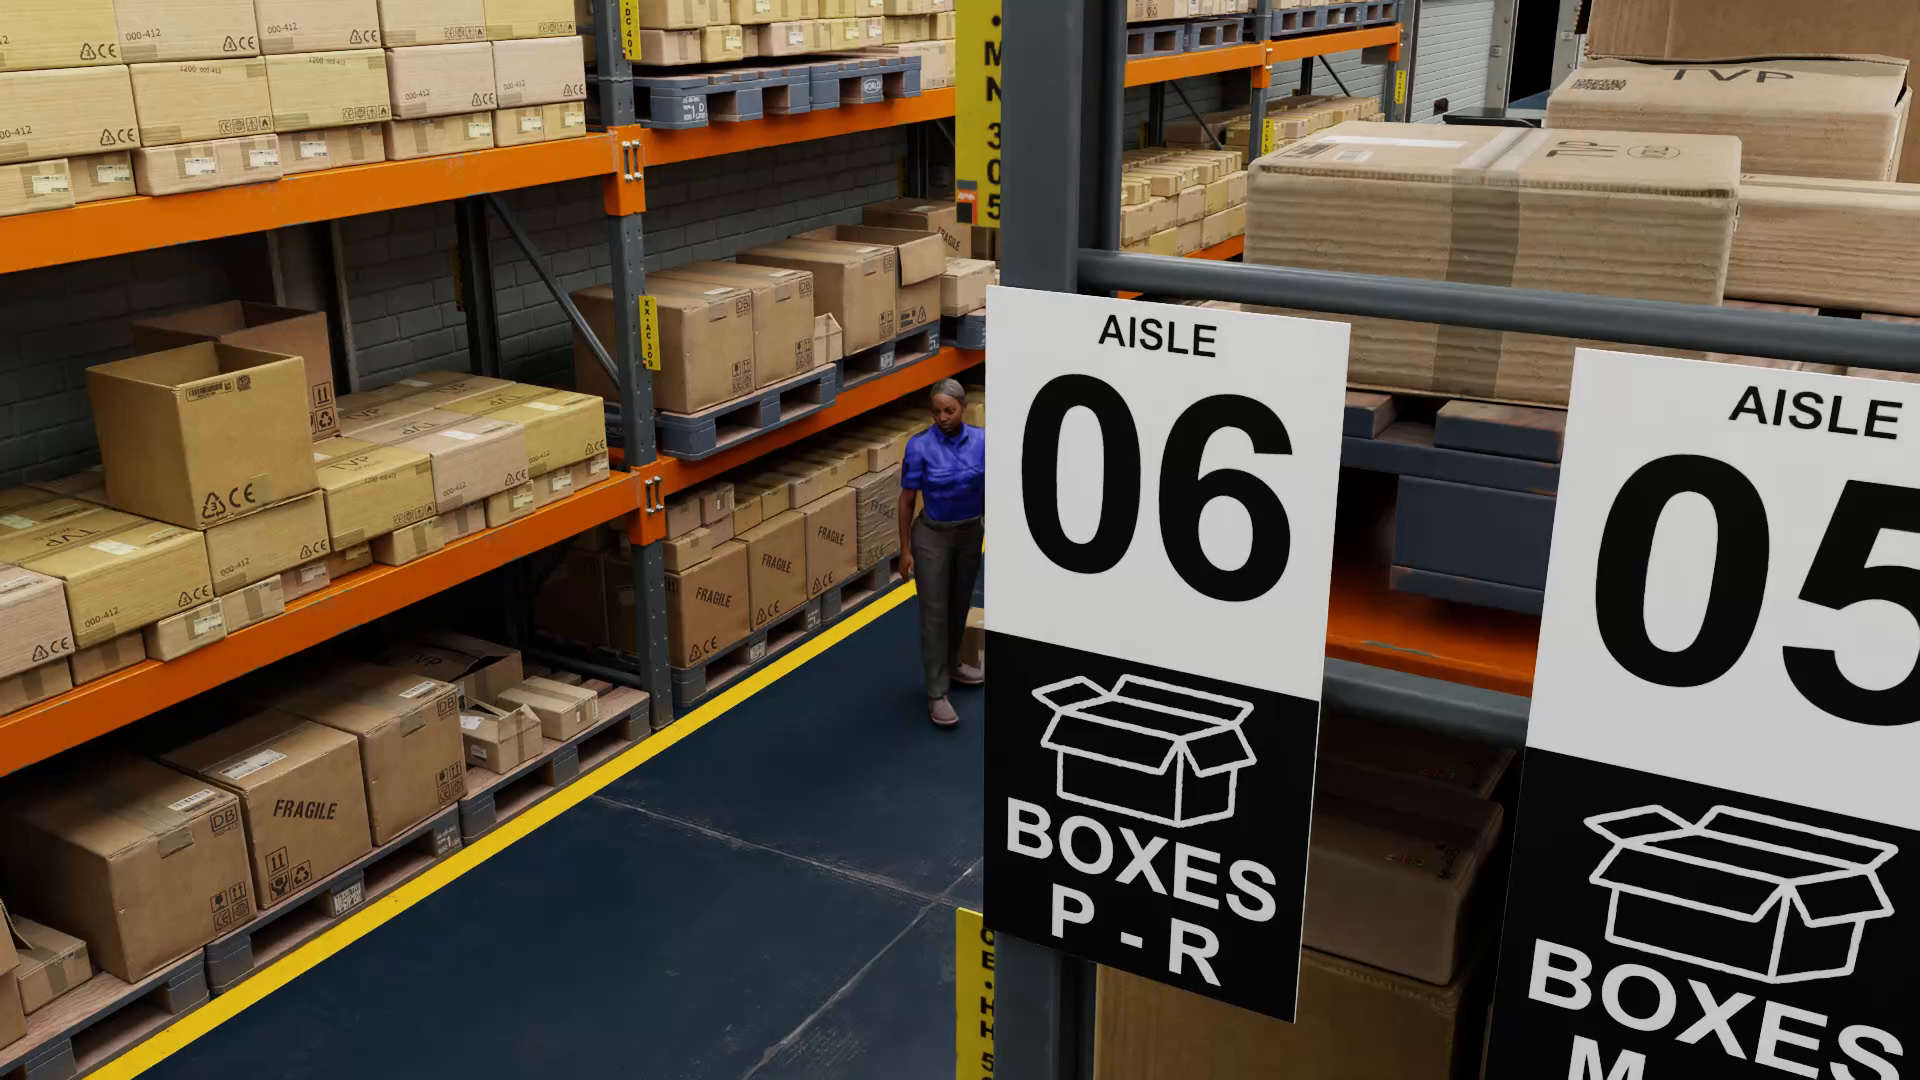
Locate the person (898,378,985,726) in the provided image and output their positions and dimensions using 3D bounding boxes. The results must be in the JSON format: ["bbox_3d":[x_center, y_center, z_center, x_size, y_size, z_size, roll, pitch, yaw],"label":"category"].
[{"bbox_3d":[-0.043,0.016,7.990,0.521,1.645,0.596,-10,22,-27],"label":"person"}]
